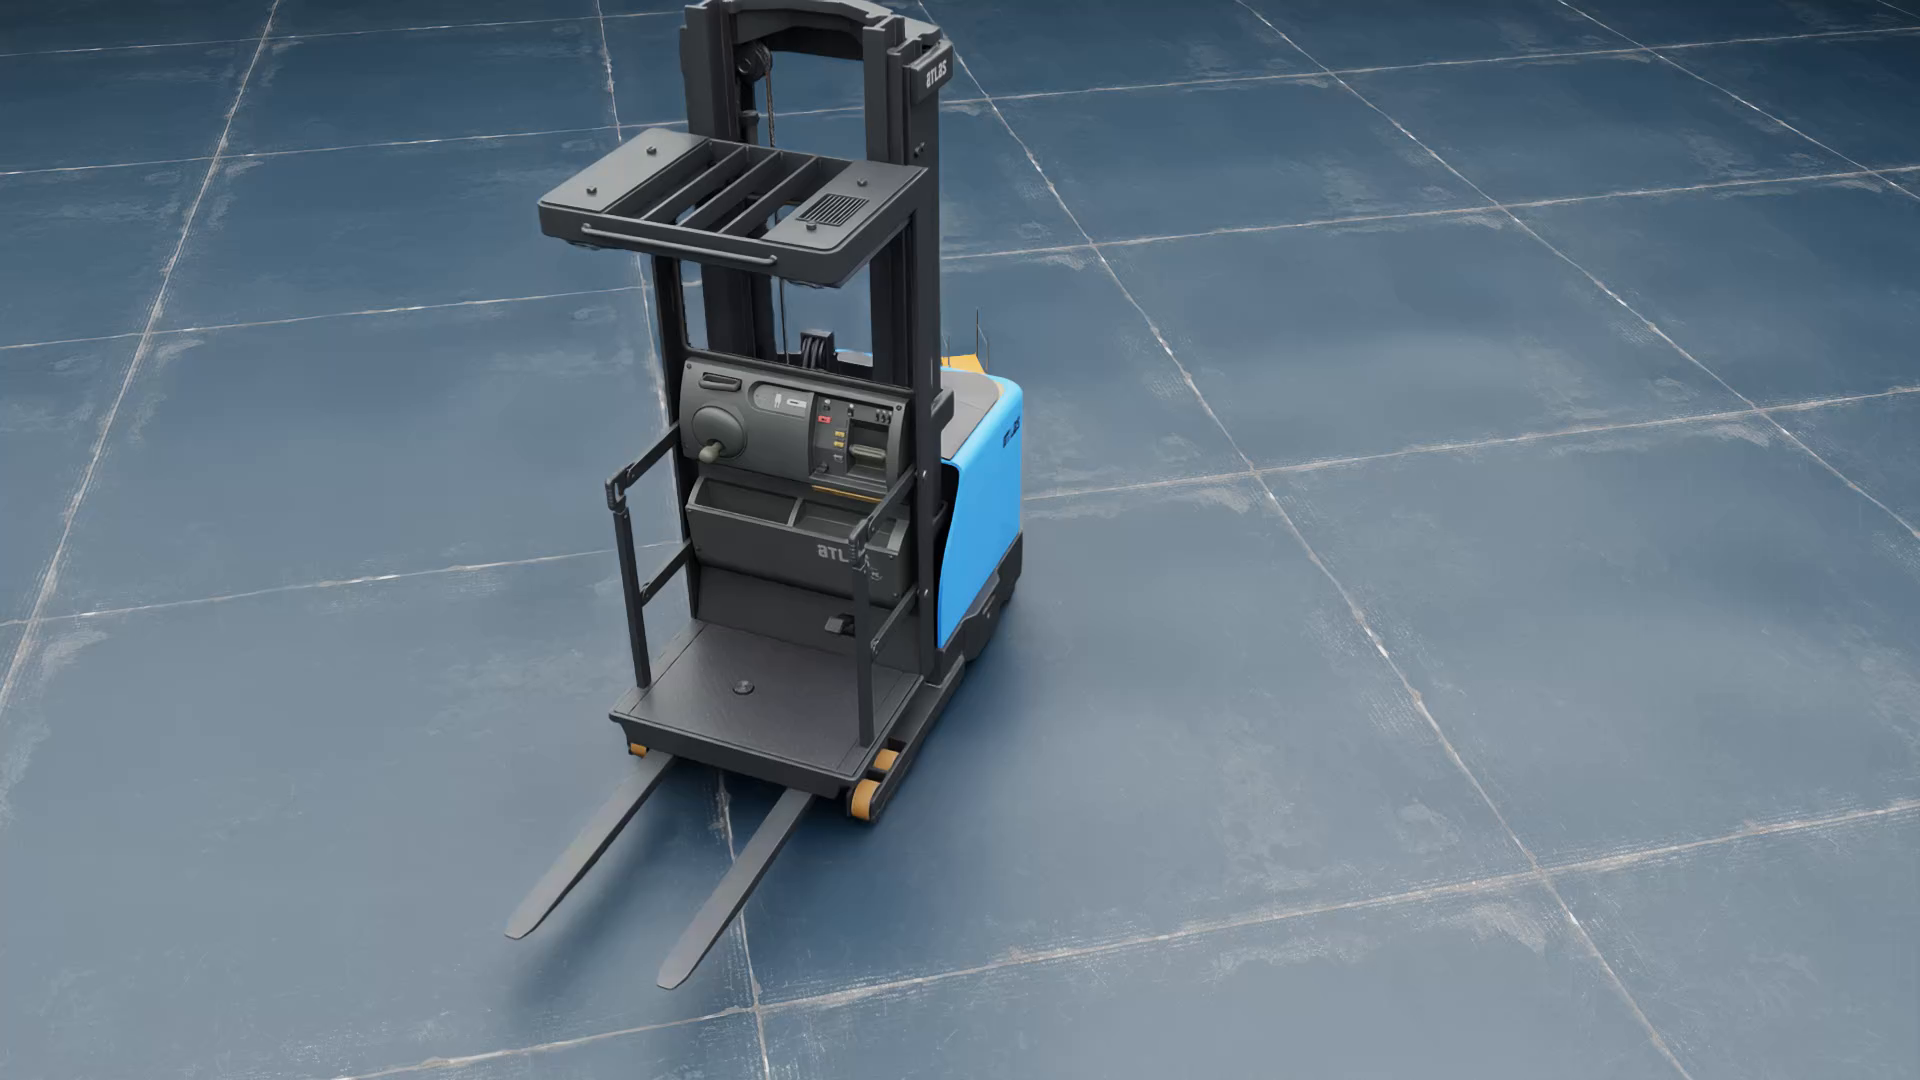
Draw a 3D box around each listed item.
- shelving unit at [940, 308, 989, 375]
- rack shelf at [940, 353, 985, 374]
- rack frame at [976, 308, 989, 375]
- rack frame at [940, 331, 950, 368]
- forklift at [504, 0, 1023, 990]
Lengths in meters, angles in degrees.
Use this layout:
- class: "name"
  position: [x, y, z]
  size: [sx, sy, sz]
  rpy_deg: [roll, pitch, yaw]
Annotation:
- class: "shelving unit"
  position: [0.014, -0.500, 7.918]
  size: [0.189, 1.200, 0.258]
  rpy_deg: [-7, 35, -11]
- class: "rack shelf"
  position: [0.014, -0.762, 7.742]
  size: [0.180, 0.103, 0.258]
  rpy_deg: [-7, 35, -11]
- class: "rack frame"
  position: [0.103, -0.511, 7.935]
  size: [0.006, 1.200, 0.240]
  rpy_deg: [-7, 35, -11]
- class: "rack frame"
  position: [-0.075, -0.489, 7.902]
  size: [0.006, 1.200, 0.240]
  rpy_deg: [-7, 35, -11]
- class: "forklift"
  position: [-0.722, -0.370, 6.172]
  size: [1.130, 2.935, 3.031]
  rpy_deg: [12, 36, 18]
